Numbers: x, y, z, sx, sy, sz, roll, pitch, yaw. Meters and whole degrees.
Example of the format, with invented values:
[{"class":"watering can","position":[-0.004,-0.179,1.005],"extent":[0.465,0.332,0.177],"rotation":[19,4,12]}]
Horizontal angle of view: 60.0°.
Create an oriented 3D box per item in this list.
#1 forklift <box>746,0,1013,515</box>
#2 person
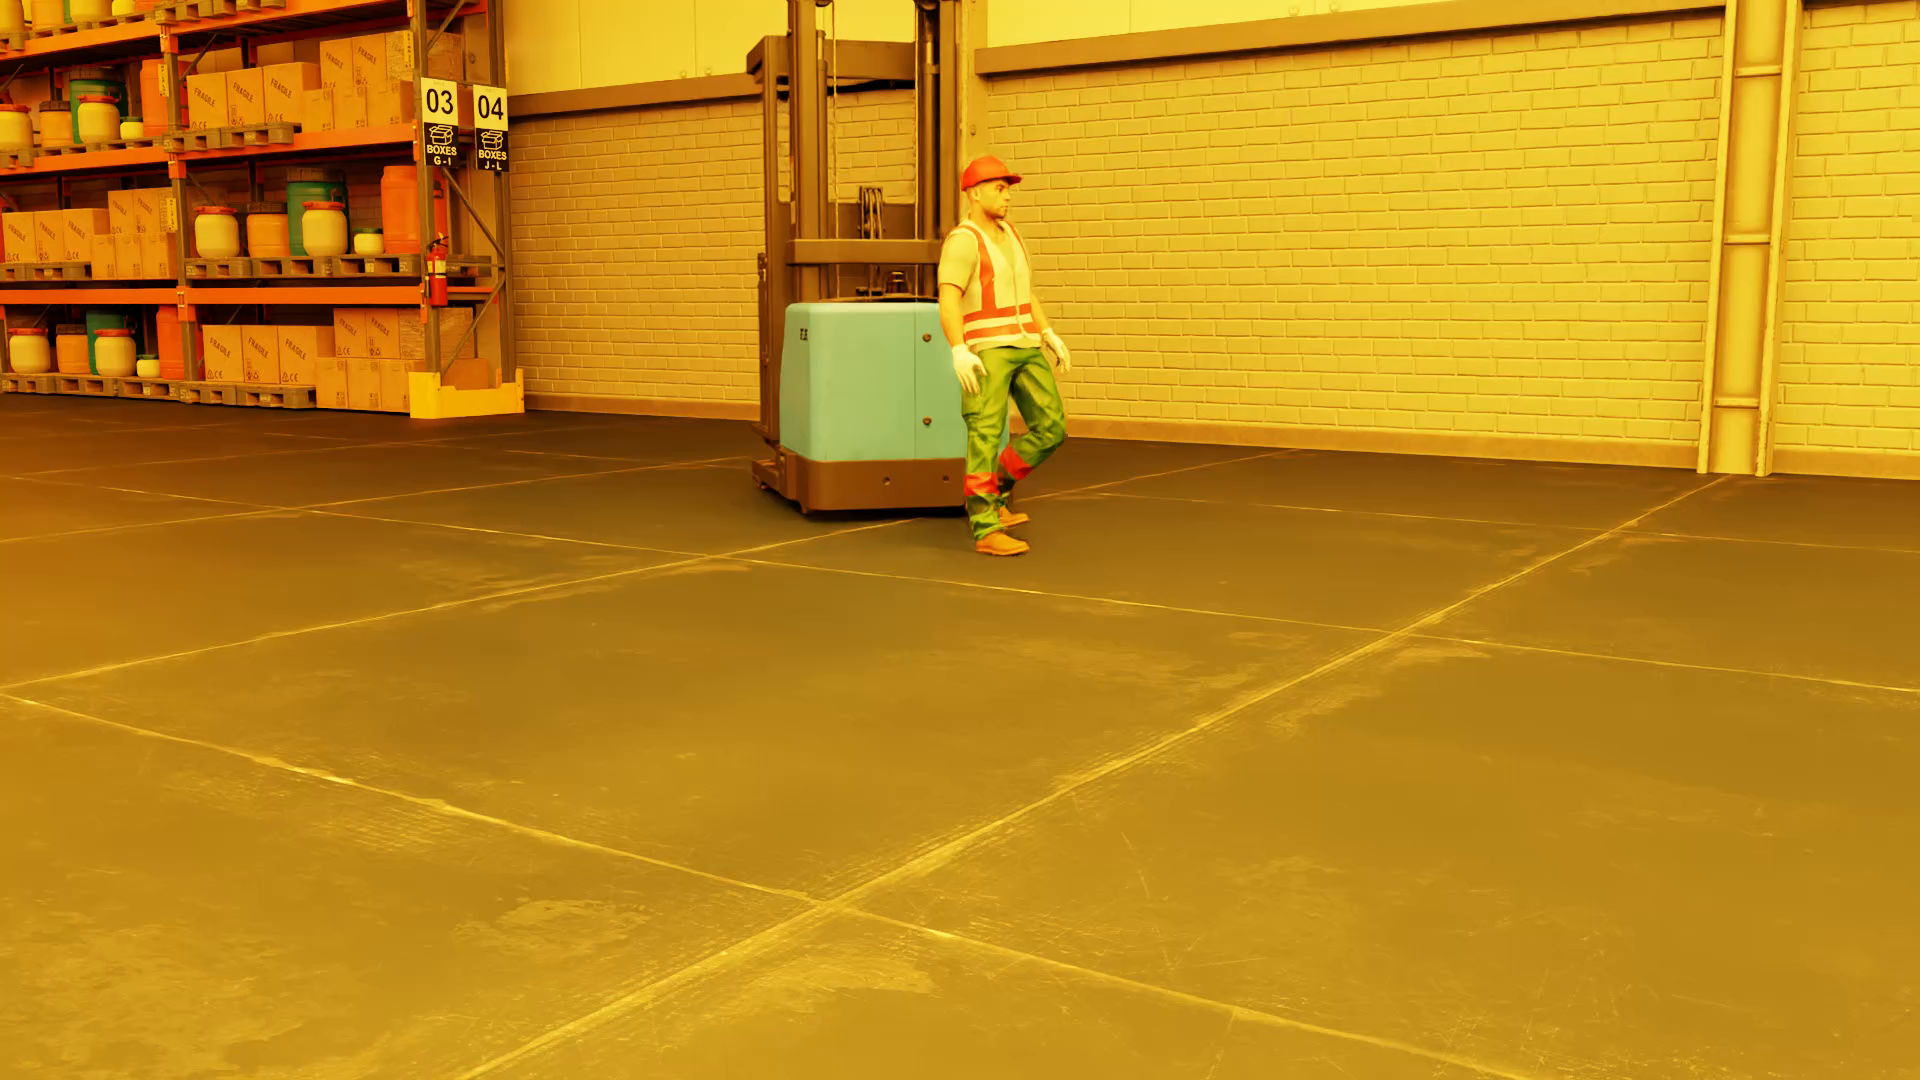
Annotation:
[{"class":"forklift","position":[-0.603,-1.746,9.471],"extent":[1.130,2.935,3.031],"rotation":[-2,8,-15]},{"class":"person","position":[0.246,-0.827,7.384],"extent":[0.664,1.740,0.733],"rotation":[7,11,42]}]
